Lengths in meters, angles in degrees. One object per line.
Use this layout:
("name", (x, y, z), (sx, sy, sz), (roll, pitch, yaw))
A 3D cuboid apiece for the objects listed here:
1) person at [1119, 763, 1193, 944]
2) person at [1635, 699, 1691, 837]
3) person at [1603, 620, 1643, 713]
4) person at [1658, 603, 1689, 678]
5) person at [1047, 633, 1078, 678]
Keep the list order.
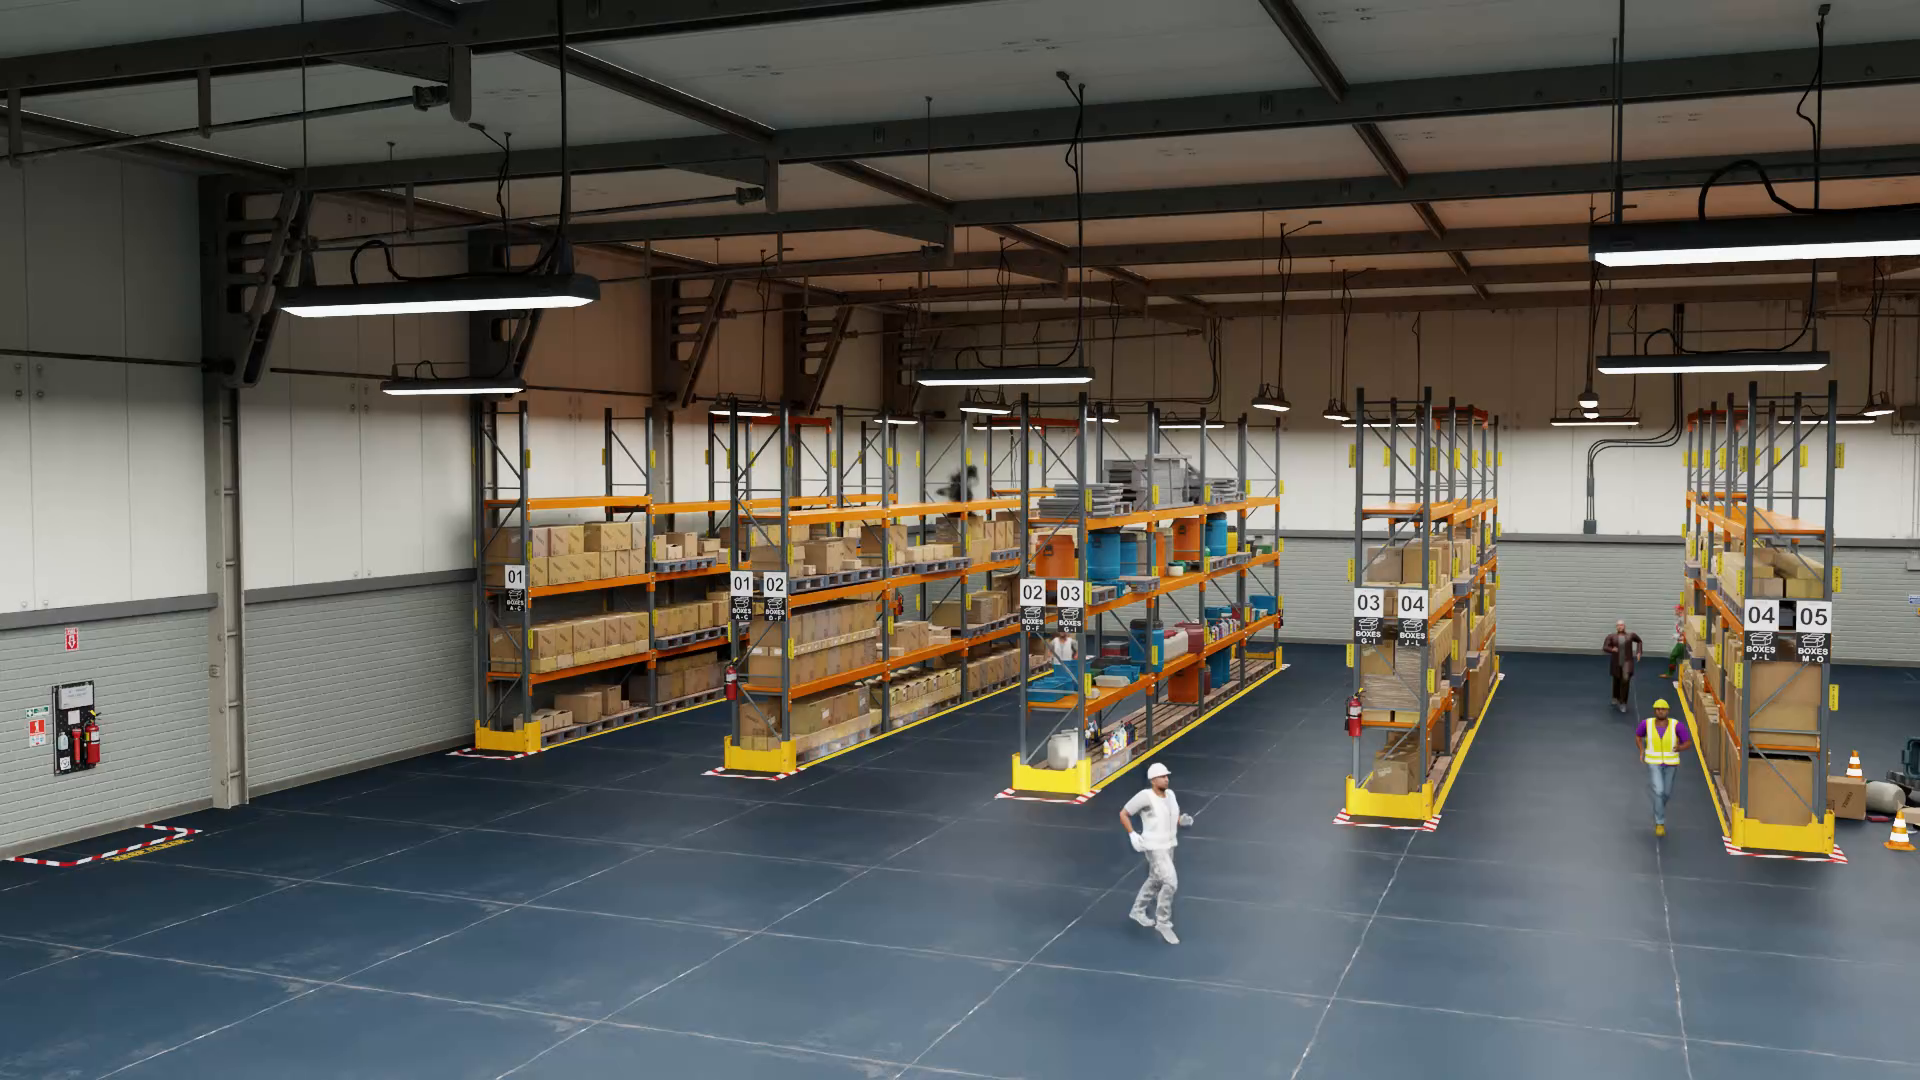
("person", (2.080, 3.261, 17.424), (0.781, 1.847, 0.660), (2, 4, 38))
("person", (9.465, 3.025, 22.394), (0.673, 1.780, 0.915), (1, 3, 16))
("person", (13.207, 2.606, 33.154), (0.728, 1.637, 0.985), (1, 3, 27))
("person", (16.301, 2.288, 37.732), (0.817, 1.717, 0.942), (1, 3, 20))
("person", (2.032, 2.528, 32.823), (0.648, 1.740, 0.598), (0, 3, 10))
